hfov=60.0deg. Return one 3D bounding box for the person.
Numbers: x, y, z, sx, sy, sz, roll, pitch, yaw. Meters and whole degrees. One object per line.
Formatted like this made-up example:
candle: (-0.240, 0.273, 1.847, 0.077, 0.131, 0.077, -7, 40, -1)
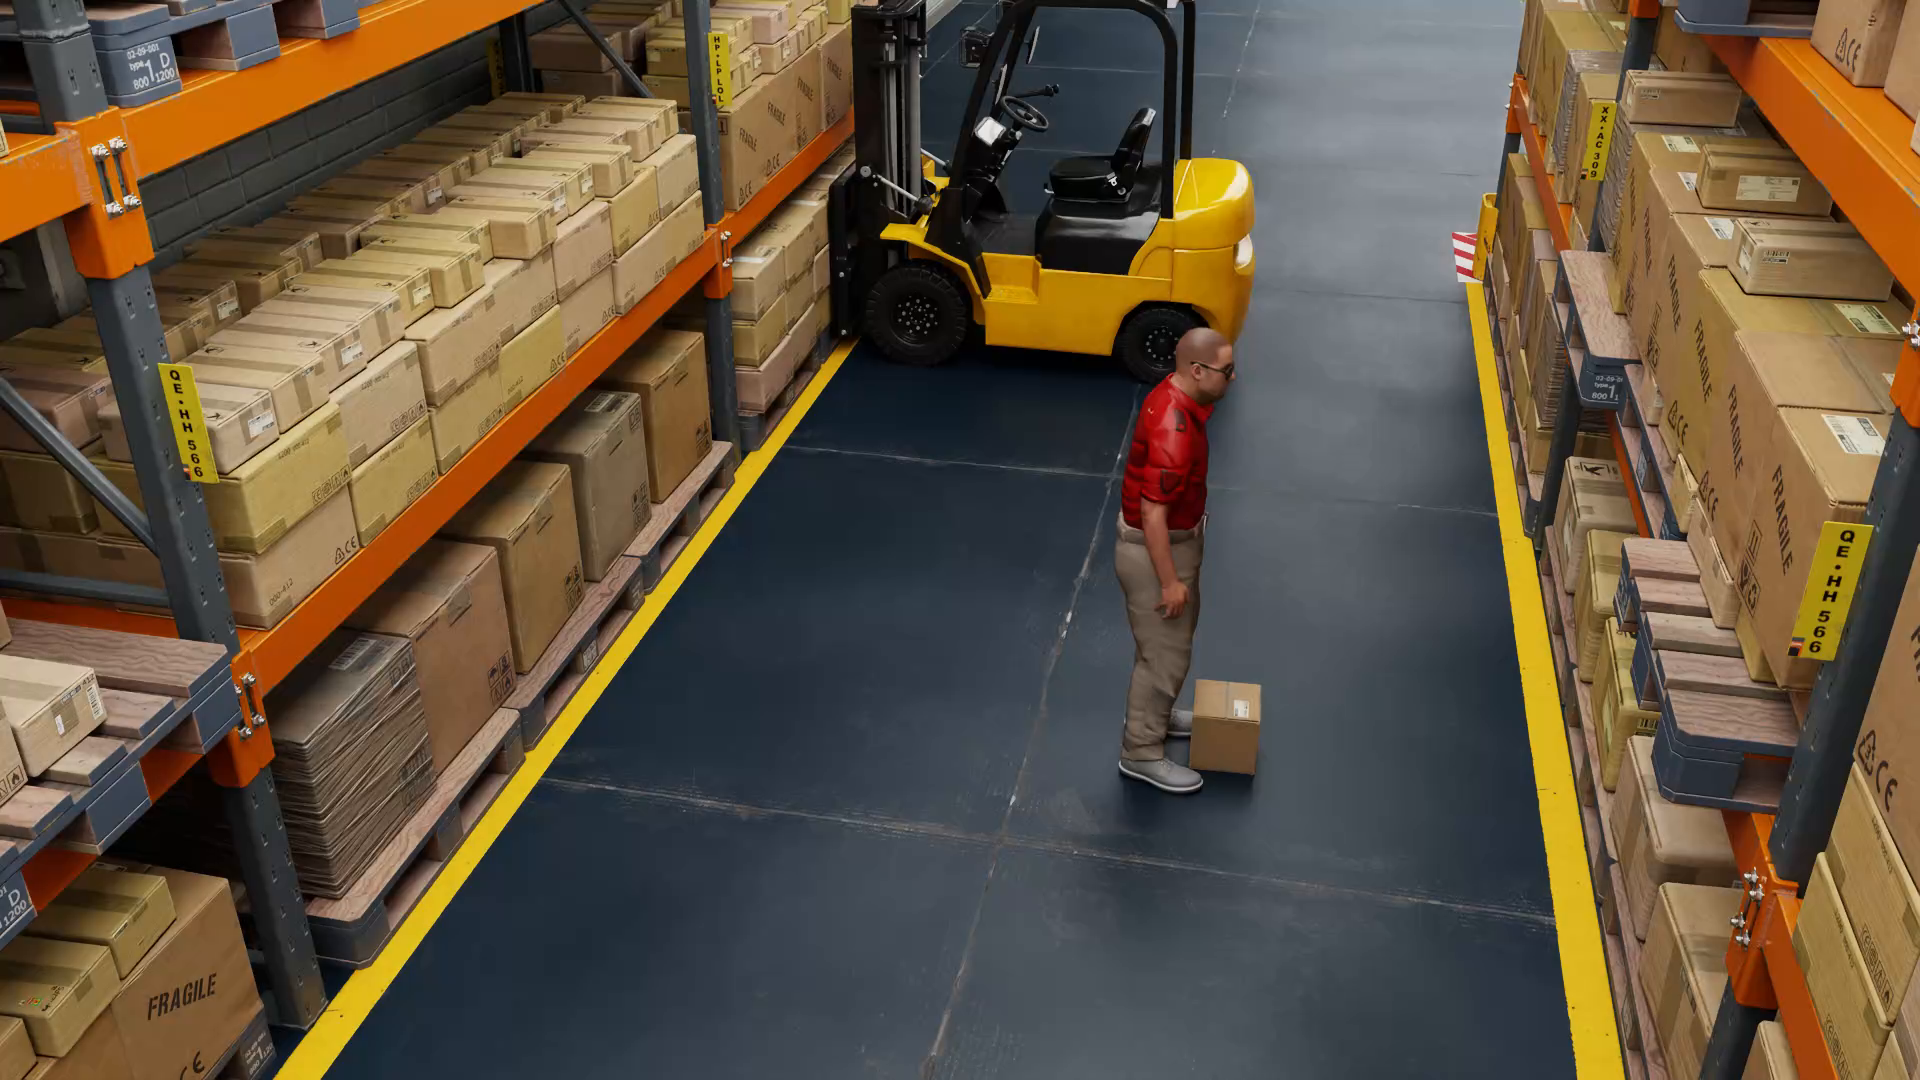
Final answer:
person: (0.766, 0.046, 6.053, 0.389, 1.726, 0.587, 6, 29, 10)
